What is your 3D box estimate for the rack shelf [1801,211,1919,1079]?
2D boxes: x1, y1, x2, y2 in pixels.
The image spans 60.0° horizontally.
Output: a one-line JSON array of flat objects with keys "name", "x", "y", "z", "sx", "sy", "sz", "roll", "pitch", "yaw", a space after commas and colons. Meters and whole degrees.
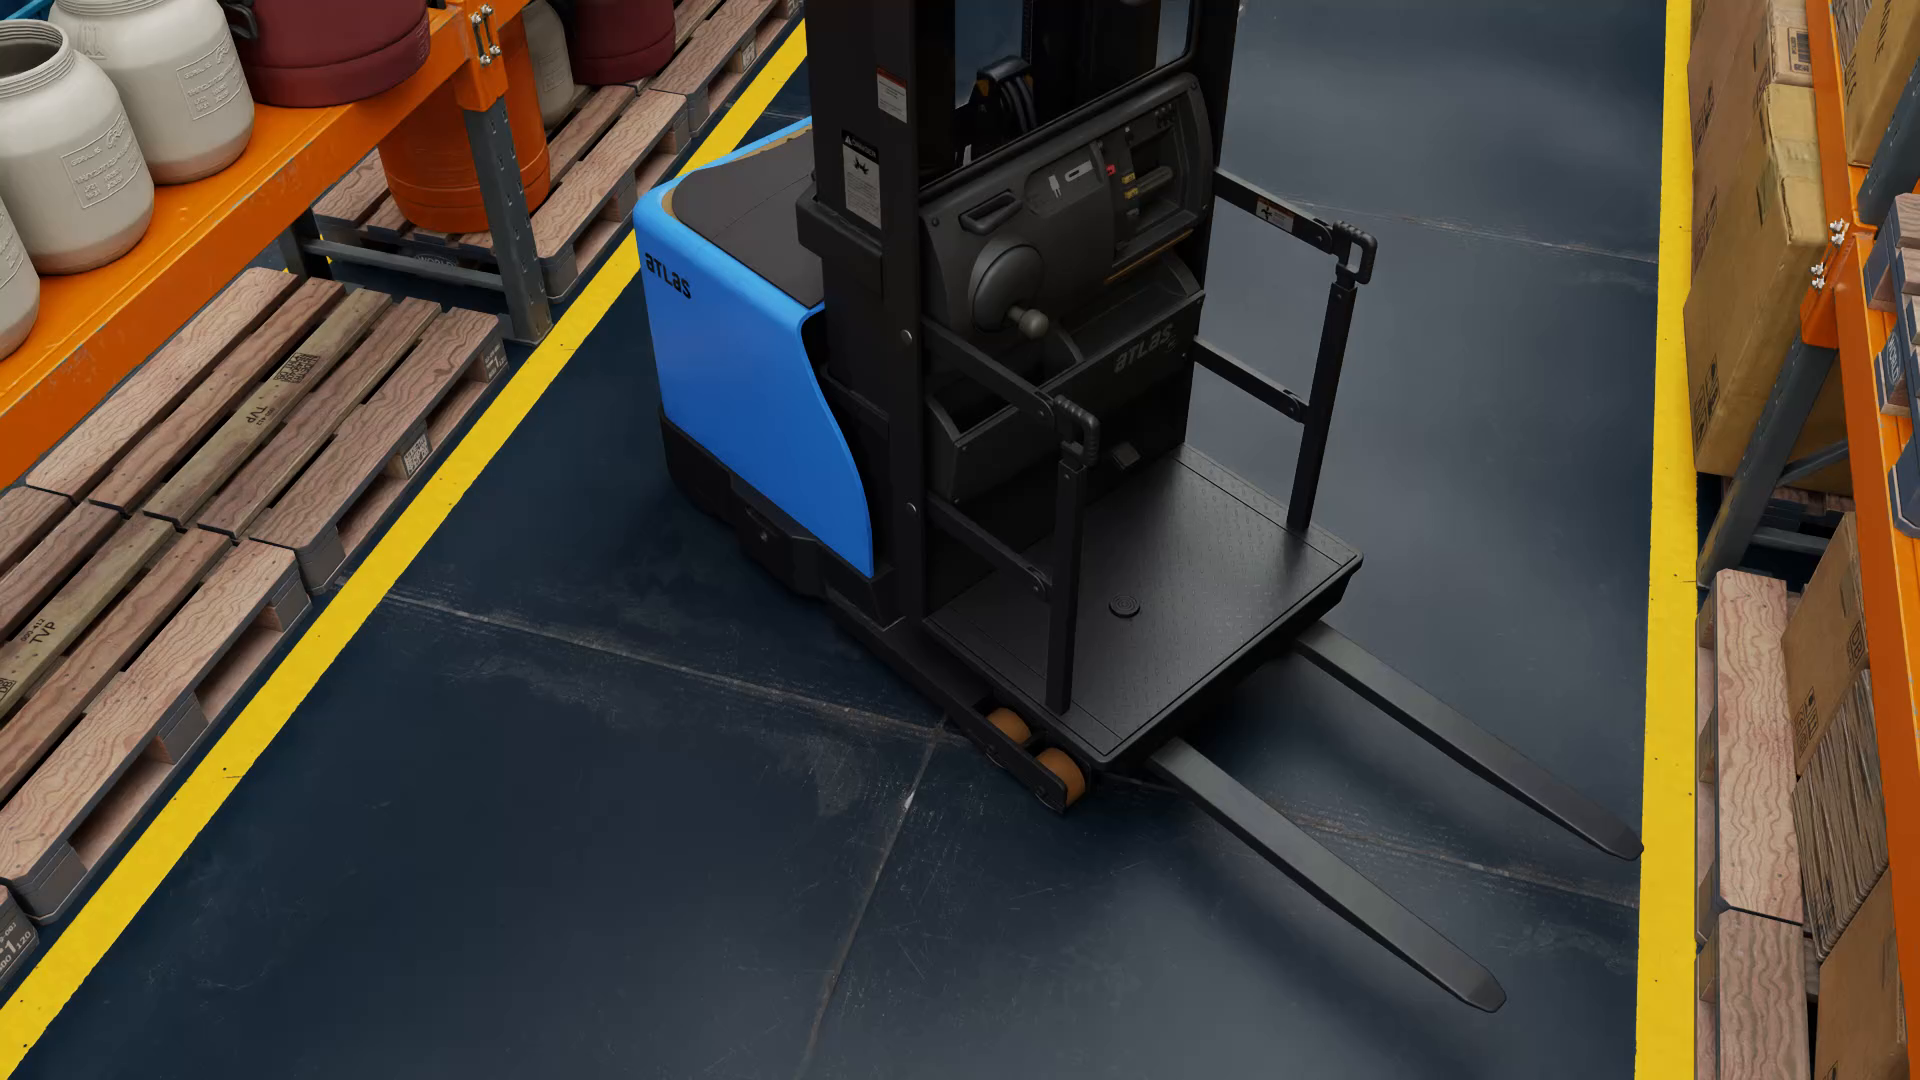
[{"name": "rack shelf", "x": 2.146, "y": 0.732, "z": 2.872, "sx": 1.077, "sy": 0.370, "sz": 4.000, "roll": 13, "pitch": 46, "yaw": 13}]

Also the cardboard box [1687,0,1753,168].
[{"name": "cardboard box", "x": 3.518, "y": -1.889, "z": 6.254, "sx": 1.225, "sy": 0.875, "sz": 0.875, "roll": 11, "pitch": 45, "yaw": 11}]

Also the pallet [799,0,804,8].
[{"name": "pallet", "x": -1.031, "y": -3.072, "z": 8.238, "sx": 1.003, "sy": 0.211, "sz": 1.213, "roll": 13, "pitch": 46, "yaw": 13}]

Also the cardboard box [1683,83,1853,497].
[{"name": "cardboard box", "x": 2.980, "y": -0.705, "z": 5.044, "sx": 1.225, "sy": 0.875, "sz": 0.875, "roll": 11, "pitch": 45, "yaw": 11}]

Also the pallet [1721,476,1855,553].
[{"name": "pallet", "x": 3.062, "y": -0.371, "z": 5.478, "sx": 1.003, "sy": 0.211, "sz": 1.213, "roll": 13, "pitch": 46, "yaw": 13}]

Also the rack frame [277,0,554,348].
[{"name": "rack frame", "x": -1.969, "y": -1.907, "z": 5.055, "sx": 1.000, "sy": 3.000, "sz": 0.127, "roll": 13, "pitch": 46, "yaw": 13}]

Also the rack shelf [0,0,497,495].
[{"name": "rack shelf", "x": -2.575, "y": -0.317, "z": 3.944, "sx": 1.077, "sy": 0.370, "sz": 4.000, "roll": 13, "pitch": 46, "yaw": 13}]

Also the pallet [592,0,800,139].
[{"name": "pallet", "x": -1.399, "y": -2.256, "z": 7.404, "sx": 1.003, "sy": 0.211, "sz": 1.213, "roll": 13, "pitch": 46, "yaw": 13}]

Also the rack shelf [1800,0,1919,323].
[{"name": "rack shelf", "x": 3.357, "y": -1.934, "z": 5.596, "sx": 1.077, "sy": 0.370, "sz": 4.000, "roll": 13, "pitch": 46, "yaw": 13}]

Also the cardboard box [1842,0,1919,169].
[{"name": "cardboard box", "x": 2.665, "y": -1.276, "z": 4.337, "sx": 0.500, "sy": 0.500, "sz": 0.500, "roll": 14, "pitch": 46, "yaw": 14}]

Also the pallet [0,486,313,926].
[{"name": "pallet", "x": -2.612, "y": 0.408, "z": 4.682, "sx": 1.003, "sy": 0.211, "sz": 1.213, "roll": 13, "pitch": 46, "yaw": 13}]

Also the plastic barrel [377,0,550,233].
[{"name": "plastic barrel", "x": -1.837, "y": -1.612, "z": 6.004, "sx": 0.600, "sy": 0.830, "sz": 0.708, "roll": 13, "pitch": 46, "yaw": 13}]

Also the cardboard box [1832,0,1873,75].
[{"name": "cardboard box", "x": 2.821, "y": -1.607, "z": 4.676, "sx": 0.500, "sy": 0.500, "sz": 0.500, "roll": 12, "pitch": 46, "yaw": 12}]

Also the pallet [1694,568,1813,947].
[{"name": "pallet", "x": 2.513, "y": 0.659, "z": 4.426, "sx": 1.003, "sy": 0.211, "sz": 1.213, "roll": 13, "pitch": 46, "yaw": 13}]

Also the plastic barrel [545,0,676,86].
[{"name": "plastic barrel", "x": -1.495, "y": -2.278, "z": 6.857, "sx": 0.600, "sy": 0.588, "sz": 0.708, "roll": 13, "pitch": 46, "yaw": 13}]

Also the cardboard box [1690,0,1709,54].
[{"name": "cardboard box", "x": 3.788, "y": -2.484, "z": 6.863, "sx": 1.225, "sy": 0.875, "sz": 0.875, "roll": 13, "pitch": 46, "yaw": 13}]

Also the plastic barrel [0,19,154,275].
[{"name": "plastic barrel", "x": -2.204, "y": -0.936, "z": 3.982, "sx": 0.421, "sy": 0.512, "sz": 0.421, "roll": 0, "pitch": 44, "yaw": 0}]

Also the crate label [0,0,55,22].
[{"name": "crate label", "x": -2.527, "y": -1.315, "z": 4.424, "sx": 0.502, "sy": 0.435, "sz": 0.616, "roll": 13, "pitch": 46, "yaw": 13}]

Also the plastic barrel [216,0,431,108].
[{"name": "plastic barrel", "x": -1.821, "y": -1.583, "z": 4.625, "sx": 0.600, "sy": 0.536, "sz": 0.708, "roll": 13, "pitch": 46, "yaw": 13}]

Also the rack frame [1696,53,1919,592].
[{"name": "rack frame", "x": 2.752, "y": -0.858, "z": 3.982, "sx": 1.000, "sy": 3.000, "sz": 0.127, "roll": 13, "pitch": 46, "yaw": 13}]

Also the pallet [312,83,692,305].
[{"name": "pallet", "x": -1.770, "y": -1.445, "z": 6.576, "sx": 1.003, "sy": 0.211, "sz": 1.213, "roll": 13, "pitch": 46, "yaw": 13}]

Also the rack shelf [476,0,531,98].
[{"name": "rack shelf", "x": -1.363, "y": -2.983, "z": 6.668, "sx": 1.077, "sy": 0.370, "sz": 4.000, "roll": 13, "pitch": 46, "yaw": 13}]

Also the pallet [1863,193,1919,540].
[{"name": "pallet", "x": 2.637, "y": -0.292, "z": 3.541, "sx": 1.213, "sy": 0.211, "sz": 1.003, "roll": 13, "pitch": 46, "yaw": 13}]

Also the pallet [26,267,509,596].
[{"name": "pallet", "x": -2.240, "y": -0.403, "z": 5.511, "sx": 1.003, "sy": 0.211, "sz": 1.213, "roll": 13, "pitch": 46, "yaw": 13}]

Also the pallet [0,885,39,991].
[{"name": "pallet", "x": -2.979, "y": 1.224, "z": 3.848, "sx": 1.003, "sy": 0.211, "sz": 1.213, "roll": 13, "pitch": 46, "yaw": 13}]

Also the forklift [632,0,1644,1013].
[{"name": "forklift", "x": 0.428, "y": -0.730, "z": 3.901, "sx": 1.130, "sy": 2.935, "sz": 3.031, "roll": -33, "pitch": 53, "yaw": -29}]

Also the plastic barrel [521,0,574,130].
[{"name": "plastic barrel", "x": -1.751, "y": -1.893, "z": 6.519, "sx": 0.421, "sy": 0.512, "sz": 0.421, "roll": 0, "pitch": 44, "yaw": 0}]

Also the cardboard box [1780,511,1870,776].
[{"name": "cardboard box", "x": 2.568, "y": 0.329, "z": 4.242, "sx": 0.700, "sy": 0.500, "sz": 0.500, "roll": 10, "pitch": 45, "yaw": 10}]

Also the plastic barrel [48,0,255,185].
[{"name": "plastic barrel", "x": -2.077, "y": -1.216, "z": 4.268, "sx": 0.421, "sy": 0.512, "sz": 0.421, "roll": 0, "pitch": 44, "yaw": 0}]

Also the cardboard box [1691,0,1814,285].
[{"name": "cardboard box", "x": 3.258, "y": -1.297, "z": 5.650, "sx": 1.225, "sy": 0.875, "sz": 0.875, "roll": 13, "pitch": 46, "yaw": 13}]

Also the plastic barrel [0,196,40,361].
[{"name": "plastic barrel", "x": -2.328, "y": -0.658, "z": 3.681, "sx": 0.433, "sy": 0.535, "sz": 0.433, "roll": 0, "pitch": 44, "yaw": 0}]

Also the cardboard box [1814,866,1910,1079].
[{"name": "cardboard box", "x": 2.247, "y": 1.080, "z": 3.474, "sx": 0.700, "sy": 0.500, "sz": 0.500, "roll": 16, "pitch": 47, "yaw": 16}]

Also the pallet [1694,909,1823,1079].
[{"name": "pallet", "x": 2.142, "y": 1.469, "z": 3.597, "sx": 1.003, "sy": 0.211, "sz": 1.213, "roll": 13, "pitch": 46, "yaw": 13}]

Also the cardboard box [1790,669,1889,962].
[{"name": "cardboard box", "x": 2.412, "y": 0.701, "z": 3.862, "sx": 0.700, "sy": 0.500, "sz": 0.500, "roll": 9, "pitch": 45, "yaw": 9}]
